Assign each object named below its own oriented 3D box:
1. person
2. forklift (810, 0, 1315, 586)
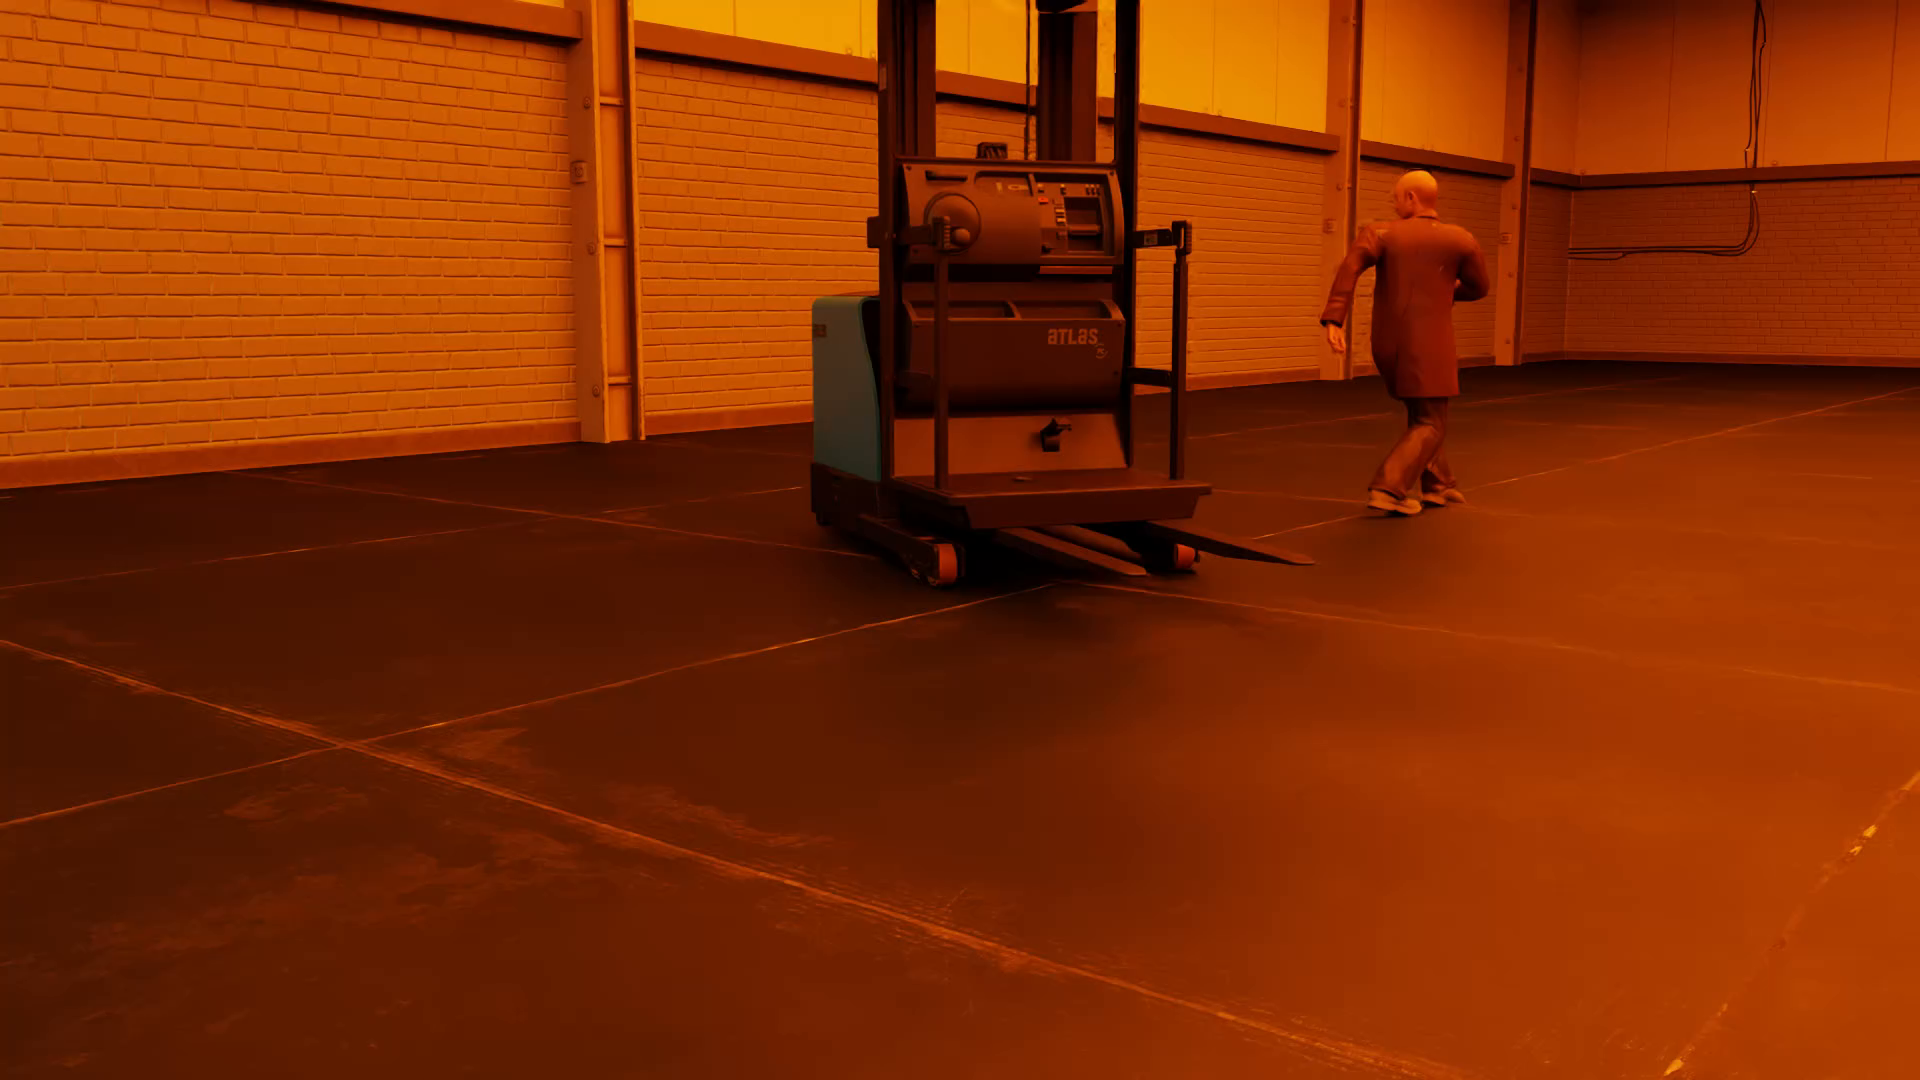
[{"bbox_3d":[2.274,-0.967,8.305,0.606,1.721,1.021,7,11,39],"label":"person"},{"bbox_3d":[0.298,-1.344,6.468,1.130,2.935,3.031,-3,9,-21],"label":"forklift"}]
